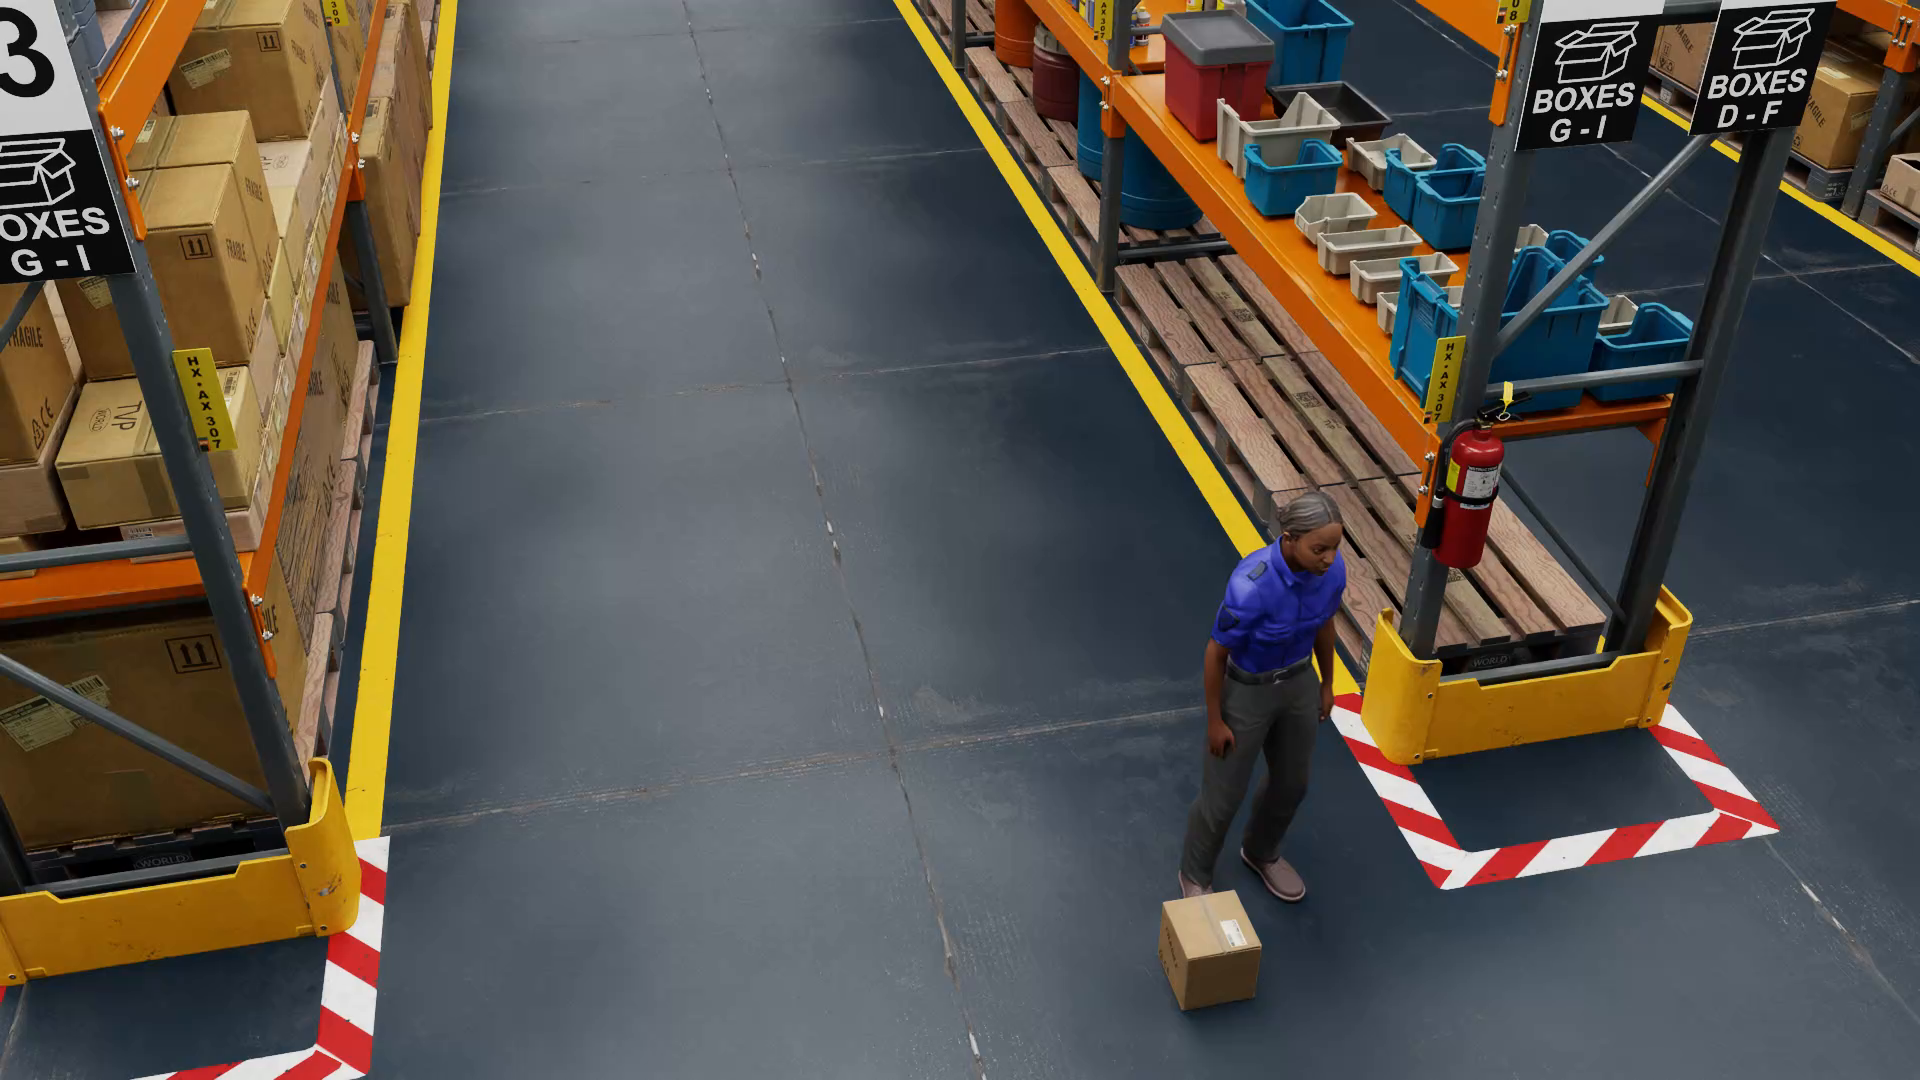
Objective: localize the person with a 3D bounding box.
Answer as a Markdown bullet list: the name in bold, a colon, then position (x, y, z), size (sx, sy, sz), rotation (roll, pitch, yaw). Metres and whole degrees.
- **person**: position (0.981, 0.526, 5.384), size (0.516, 1.655, 0.345), rotation (-15, 37, -21)
